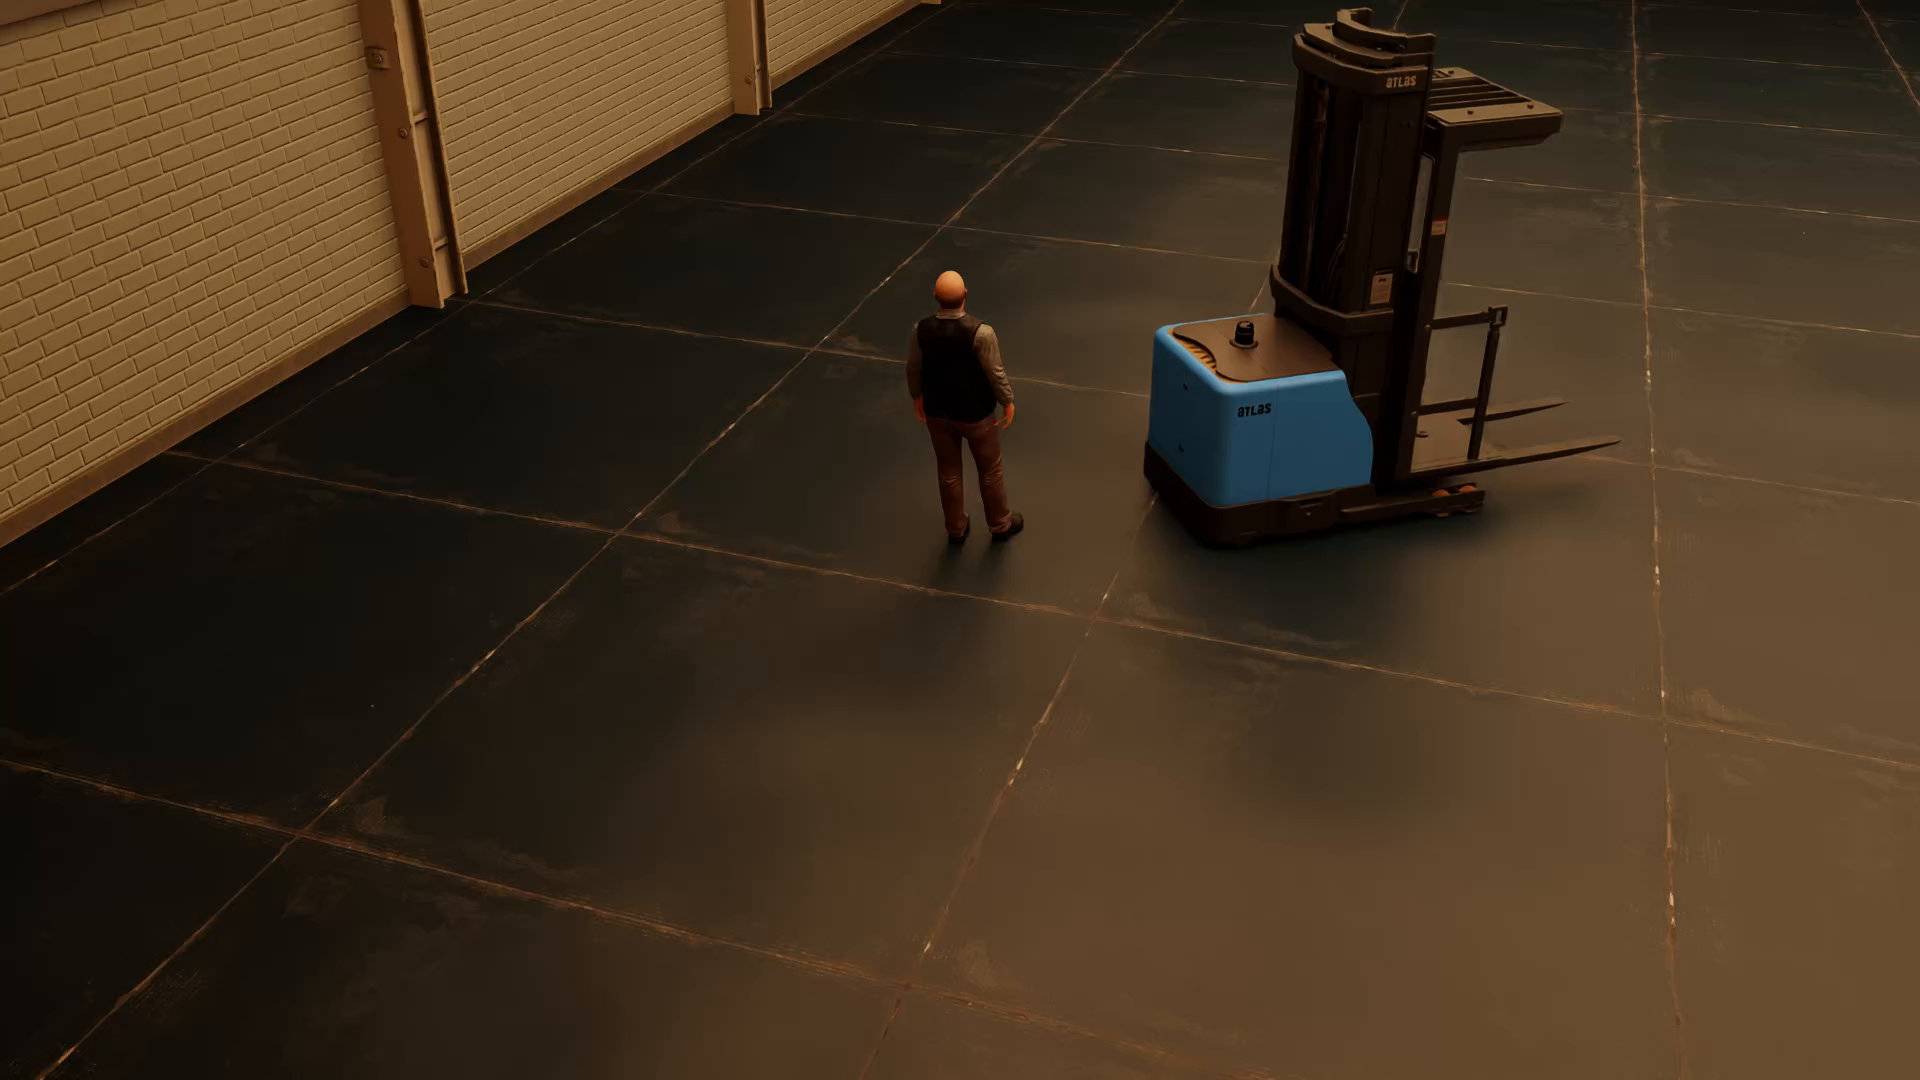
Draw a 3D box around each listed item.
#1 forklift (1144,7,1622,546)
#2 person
[{"bbox_3d":[2.757,-1.656,10.041,3.031,2.935,1.130,-9,31,-15],"label":"forklift"},{"bbox_3d":[0.027,-0.783,9.716,0.633,1.722,0.566,10,31,16],"label":"person"}]
